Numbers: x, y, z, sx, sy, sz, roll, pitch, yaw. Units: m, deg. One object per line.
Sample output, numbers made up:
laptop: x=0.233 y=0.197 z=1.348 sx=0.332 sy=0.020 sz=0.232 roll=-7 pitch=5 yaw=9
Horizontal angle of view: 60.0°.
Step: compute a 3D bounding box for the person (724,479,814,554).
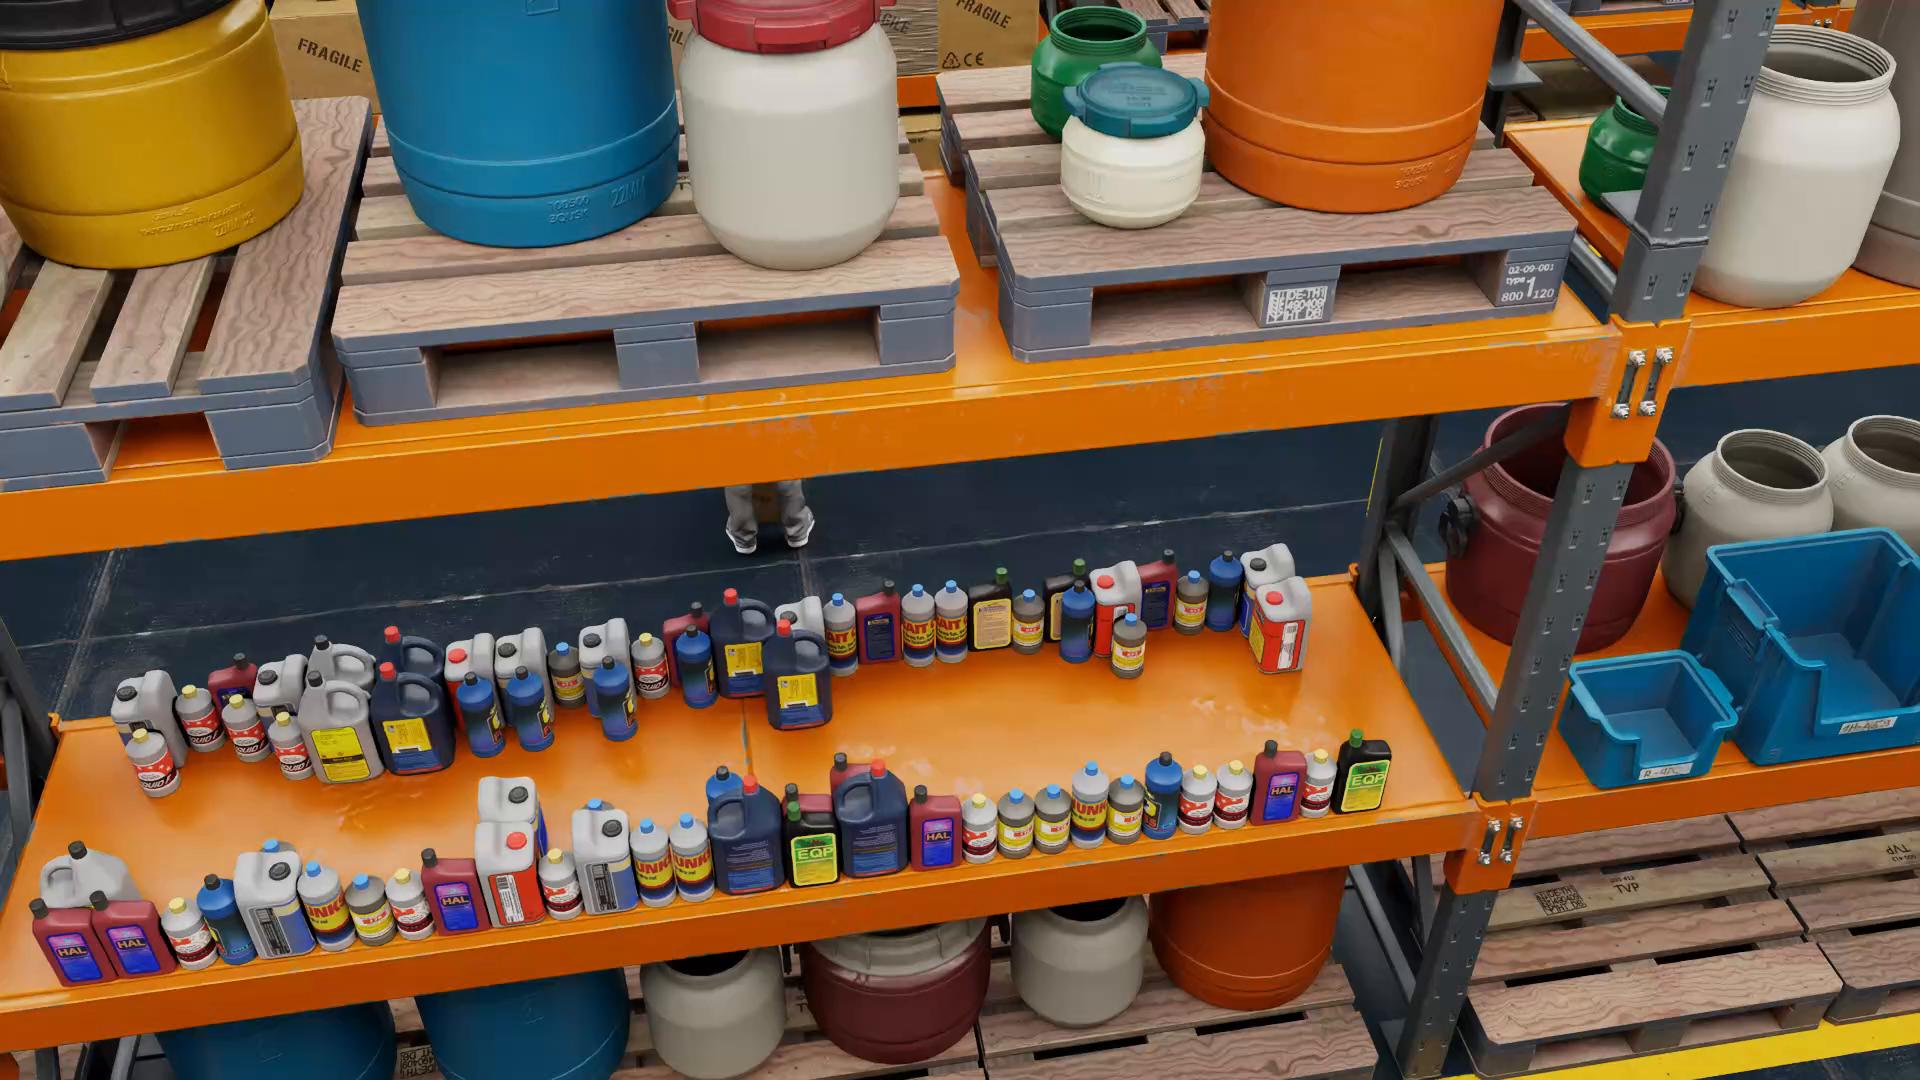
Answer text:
person: x=-0.874 y=-0.613 z=6.917 sx=0.476 sy=1.591 sz=0.347 roll=-8 pitch=40 yaw=-10
